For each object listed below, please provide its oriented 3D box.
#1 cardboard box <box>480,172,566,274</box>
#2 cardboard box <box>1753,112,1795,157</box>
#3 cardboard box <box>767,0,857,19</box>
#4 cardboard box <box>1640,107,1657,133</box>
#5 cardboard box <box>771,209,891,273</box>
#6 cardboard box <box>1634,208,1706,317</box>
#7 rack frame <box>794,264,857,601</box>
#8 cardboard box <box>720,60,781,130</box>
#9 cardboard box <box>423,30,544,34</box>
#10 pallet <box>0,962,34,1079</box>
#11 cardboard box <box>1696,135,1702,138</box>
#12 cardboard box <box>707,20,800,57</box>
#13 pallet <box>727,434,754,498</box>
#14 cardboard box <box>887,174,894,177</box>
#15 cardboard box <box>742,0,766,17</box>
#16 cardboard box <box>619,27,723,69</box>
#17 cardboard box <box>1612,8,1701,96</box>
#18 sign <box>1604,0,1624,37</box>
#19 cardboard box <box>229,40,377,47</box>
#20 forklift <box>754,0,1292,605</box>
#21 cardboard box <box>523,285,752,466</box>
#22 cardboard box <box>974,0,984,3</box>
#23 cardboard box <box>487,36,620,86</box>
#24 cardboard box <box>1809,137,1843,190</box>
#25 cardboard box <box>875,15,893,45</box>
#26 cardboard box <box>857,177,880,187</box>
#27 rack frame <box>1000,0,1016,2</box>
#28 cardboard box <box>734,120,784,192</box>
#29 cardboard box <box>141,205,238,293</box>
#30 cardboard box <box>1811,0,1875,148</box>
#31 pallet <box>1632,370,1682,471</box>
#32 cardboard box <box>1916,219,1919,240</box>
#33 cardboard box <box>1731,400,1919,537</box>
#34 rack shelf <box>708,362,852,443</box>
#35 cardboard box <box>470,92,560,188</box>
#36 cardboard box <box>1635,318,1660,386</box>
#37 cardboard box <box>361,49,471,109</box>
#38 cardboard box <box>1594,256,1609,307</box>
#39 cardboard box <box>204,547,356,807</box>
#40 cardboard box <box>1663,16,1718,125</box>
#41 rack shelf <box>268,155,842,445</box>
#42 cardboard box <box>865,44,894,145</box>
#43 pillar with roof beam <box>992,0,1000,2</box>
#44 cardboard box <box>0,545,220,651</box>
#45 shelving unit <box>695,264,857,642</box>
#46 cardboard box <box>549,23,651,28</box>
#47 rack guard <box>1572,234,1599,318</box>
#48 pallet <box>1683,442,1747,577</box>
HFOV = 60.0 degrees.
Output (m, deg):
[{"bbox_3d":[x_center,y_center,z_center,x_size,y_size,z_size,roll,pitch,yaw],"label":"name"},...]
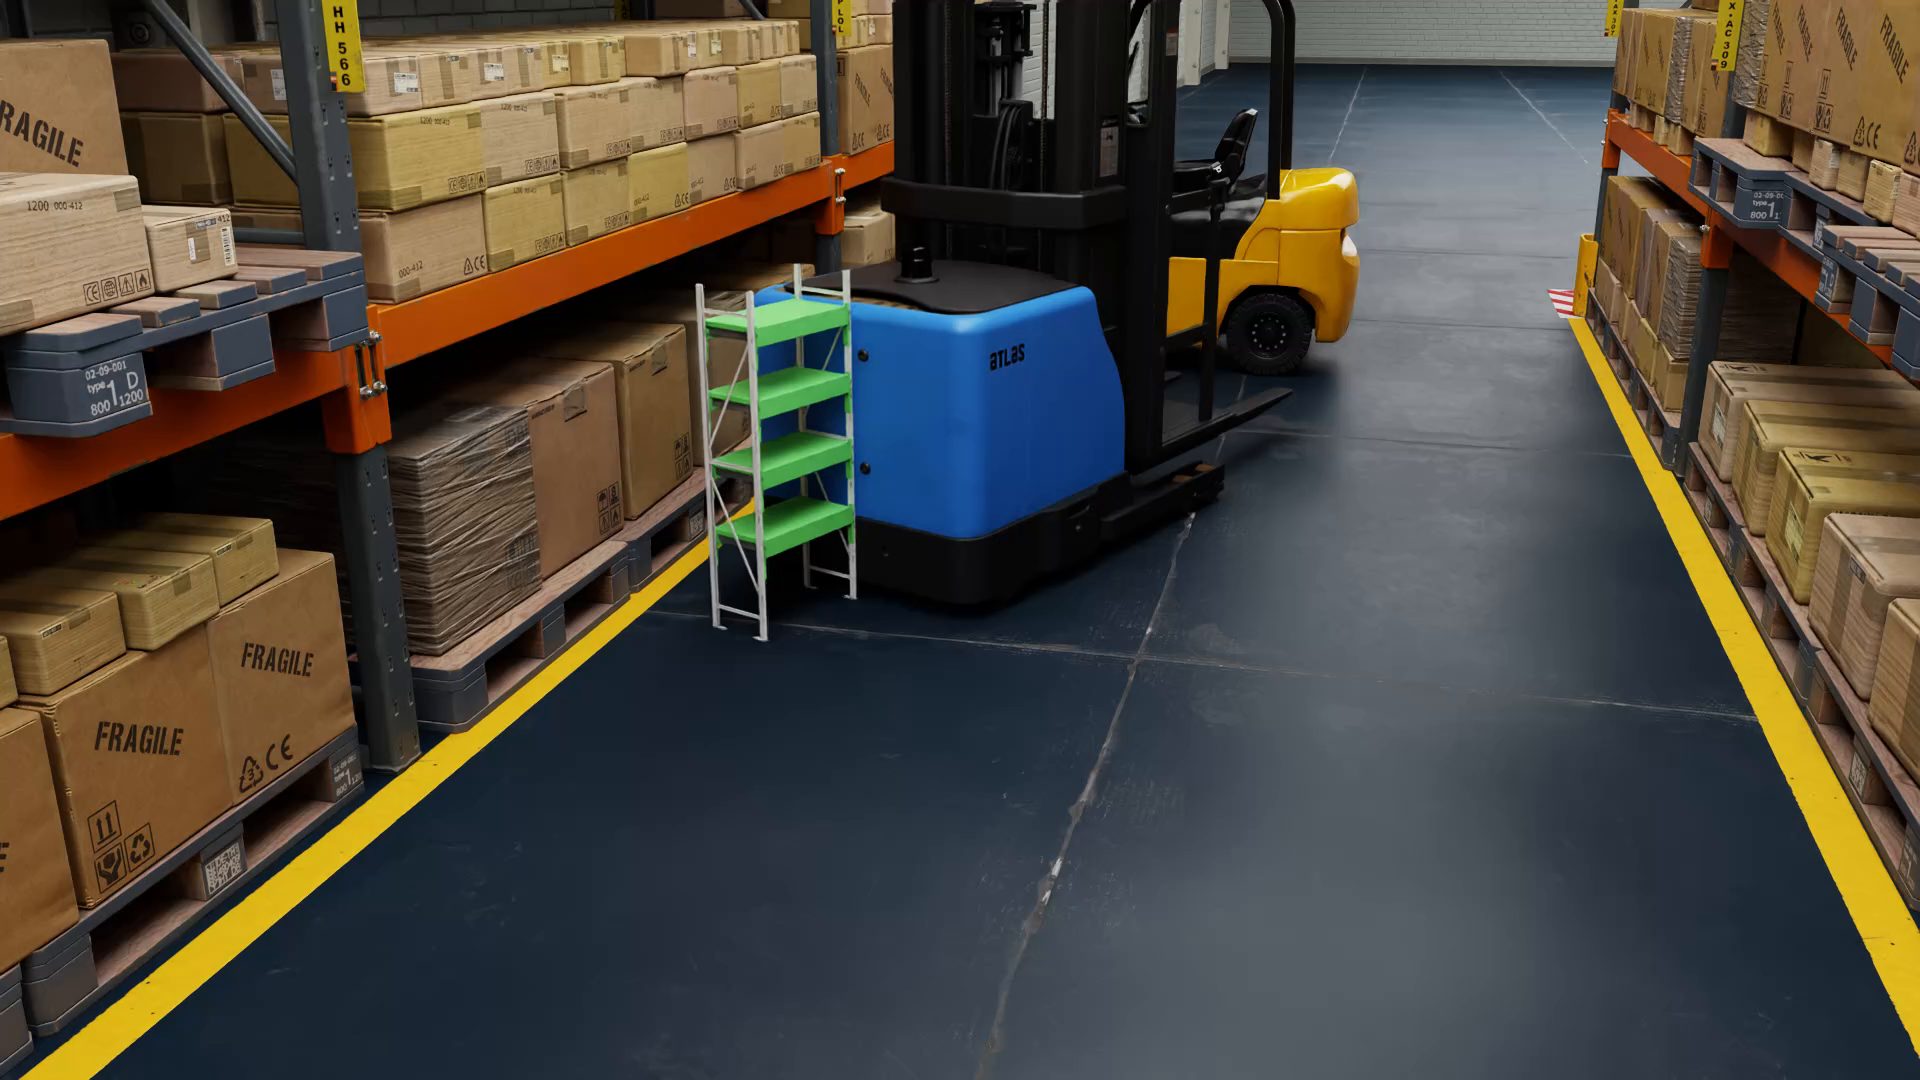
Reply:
[{"bbox_3d":[-1.592,-1.014,5.249,0.500,0.250,0.500,4,19,12],"label":"cardboard box"},{"bbox_3d":[3.215,-1.525,6.251,0.380,0.149,0.250,5,20,14],"label":"cardboard box"},{"bbox_3d":[-0.722,-2.634,8.139,0.380,0.149,0.250,5,20,14],"label":"cardboard box"},{"bbox_3d":[4.091,-2.399,9.460,0.380,0.149,0.250,5,20,15],"label":"cardboard box"},{"bbox_3d":[-0.665,-1.560,8.670,0.500,0.250,0.500,4,19,13],"label":"cardboard box"},{"bbox_3d":[3.857,-1.450,8.736,0.500,0.500,0.500,6,20,16],"label":"cardboard box"},{"bbox_3d":[-0.477,-0.372,5.920,0.240,1.200,0.015,13,23,33],"label":"rack frame"},{"bbox_3d":[-1.078,-1.892,7.044,0.500,0.250,0.500,4,19,12],"label":"cardboard box"},{"bbox_3d":[-1.799,-1.849,6.302,0.380,0.149,0.250,5,19,14],"label":"cardboard box"},{"bbox_3d":[-2.584,1.124,3.072,1.003,0.211,1.213,5,19,13],"label":"pallet"},{"bbox_3d":[3.564,-1.756,7.576,0.380,0.149,0.250,5,20,15],"label":"cardboard box"},{"bbox_3d":[-0.956,-2.292,7.598,0.380,0.149,0.250,5,20,15],"label":"cardboard box"},{"bbox_3d":[-1.230,-0.509,7.850,1.003,0.211,1.213,5,19,13],"label":"pallet"},{"bbox_3d":[-0.153,-2.198,10.540,0.500,0.250,0.500,5,19,14],"label":"cardboard box"},{"bbox_3d":[-1.201,-2.756,8.498,0.380,0.149,0.250,4,19,12],"label":"cardboard box"},{"bbox_3d":[-1.173,-1.967,6.647,0.380,0.149,0.250,4,19,12],"label":"cardboard box"},{"bbox_3d":[4.319,-2.986,10.176,0.500,0.500,0.500,4,19,13],"label":"cardboard box"},{"bbox_3d":[4.178,-3.377,10.596,0.100,0.325,0.005,5,19,13],"label":"sign"},{"bbox_3d":[-2.111,-1.530,5.369,0.380,0.149,0.250,4,19,12],"label":"cardboard box"},{"bbox_3d":[0.486,-1.577,6.769,1.130,2.935,3.031,13,23,33],"label":"forklift"},{"bbox_3d":[-1.401,-0.730,7.208,0.875,0.625,0.625,4,19,13],"label":"cardboard box"},{"bbox_3d":[-0.061,-3.518,10.728,0.380,0.149,0.250,5,20,15],"label":"cardboard box"},{"bbox_3d":[-1.396,-1.645,5.704,0.380,0.149,0.250,5,20,15],"label":"cardboard box"},{"bbox_3d":[2.940,-1.196,5.289,0.380,0.149,0.250,5,20,15],"label":"cardboard box"},{"bbox_3d":[-0.524,-2.732,8.887,0.380,0.149,0.250,5,20,15],"label":"cardboard box"},{"bbox_3d":[-0.794,-2.078,10.188,0.500,0.250,0.500,4,19,12],"label":"cardboard box"},{"bbox_3d":[-0.110,-3.316,11.755,1.000,3.000,0.127,5,19,13],"label":"rack frame"},{"bbox_3d":[-1.075,-1.654,7.123,0.500,0.250,0.500,5,19,13],"label":"cardboard box"},{"bbox_3d":[-1.853,-0.652,3.695,0.380,0.149,0.250,5,19,14],"label":"cardboard box"},{"bbox_3d":[2.963,-1.461,5.060,0.500,0.500,0.500,4,19,11],"label":"cardboard box"},{"bbox_3d":[3.856,-0.565,8.015,1.003,0.211,1.213,5,19,13],"label":"pallet"},{"bbox_3d":[2.615,-0.791,4.101,0.380,0.149,0.250,4,19,13],"label":"cardboard box"},{"bbox_3d":[3.428,-0.236,6.154,0.950,0.372,0.625,6,20,17],"label":"cardboard box"},{"bbox_3d":[-0.618,-0.474,5.675,0.258,0.148,0.480,13,23,33],"label":"rack shelf"},{"bbox_3d":[-1.596,-1.251,5.167,0.500,0.250,0.500,5,20,15],"label":"cardboard box"},{"bbox_3d":[3.731,-0.943,8.412,0.500,0.250,0.500,4,19,12],"label":"cardboard box"},{"bbox_3d":[-1.638,-1.323,4.762,0.380,0.149,0.250,5,20,15],"label":"cardboard box"},{"bbox_3d":[4.238,-1.591,10.311,0.500,0.250,0.500,4,19,13],"label":"cardboard box"},{"bbox_3d":[-1.960,0.325,4.312,0.500,0.500,0.500,5,20,15],"label":"cardboard box"},{"bbox_3d":[3.835,-2.343,8.292,0.500,0.500,0.500,5,20,15],"label":"cardboard box"},{"bbox_3d":[-1.576,-1.095,6.365,1.077,0.370,4.000,5,19,13],"label":"rack shelf"},{"bbox_3d":[-0.615,-2.392,8.896,0.500,0.500,0.500,5,19,14],"label":"cardboard box"},{"bbox_3d":[4.486,-7.548,14.865,9.100,9.000,0.400,5,19,13],"label":"pillar with roof beam"},{"bbox_3d":[-1.977,0.132,3.875,0.380,0.149,0.250,4,19,11],"label":"cardboard box"},{"bbox_3d":[-0.618,-0.308,5.732,0.258,1.200,0.503,13,23,33],"label":"shelving unit"},{"bbox_3d":[-1.560,-2.165,7.227,0.380,0.149,0.250,5,19,13],"label":"cardboard box"},{"bbox_3d":[4.685,-1.718,10.945,1.175,0.500,0.348,5,19,13],"label":"rack guard"},{"bbox_3d":[3.538,-0.107,6.676,1.003,0.211,1.213,5,19,13],"label":"pallet"}]
